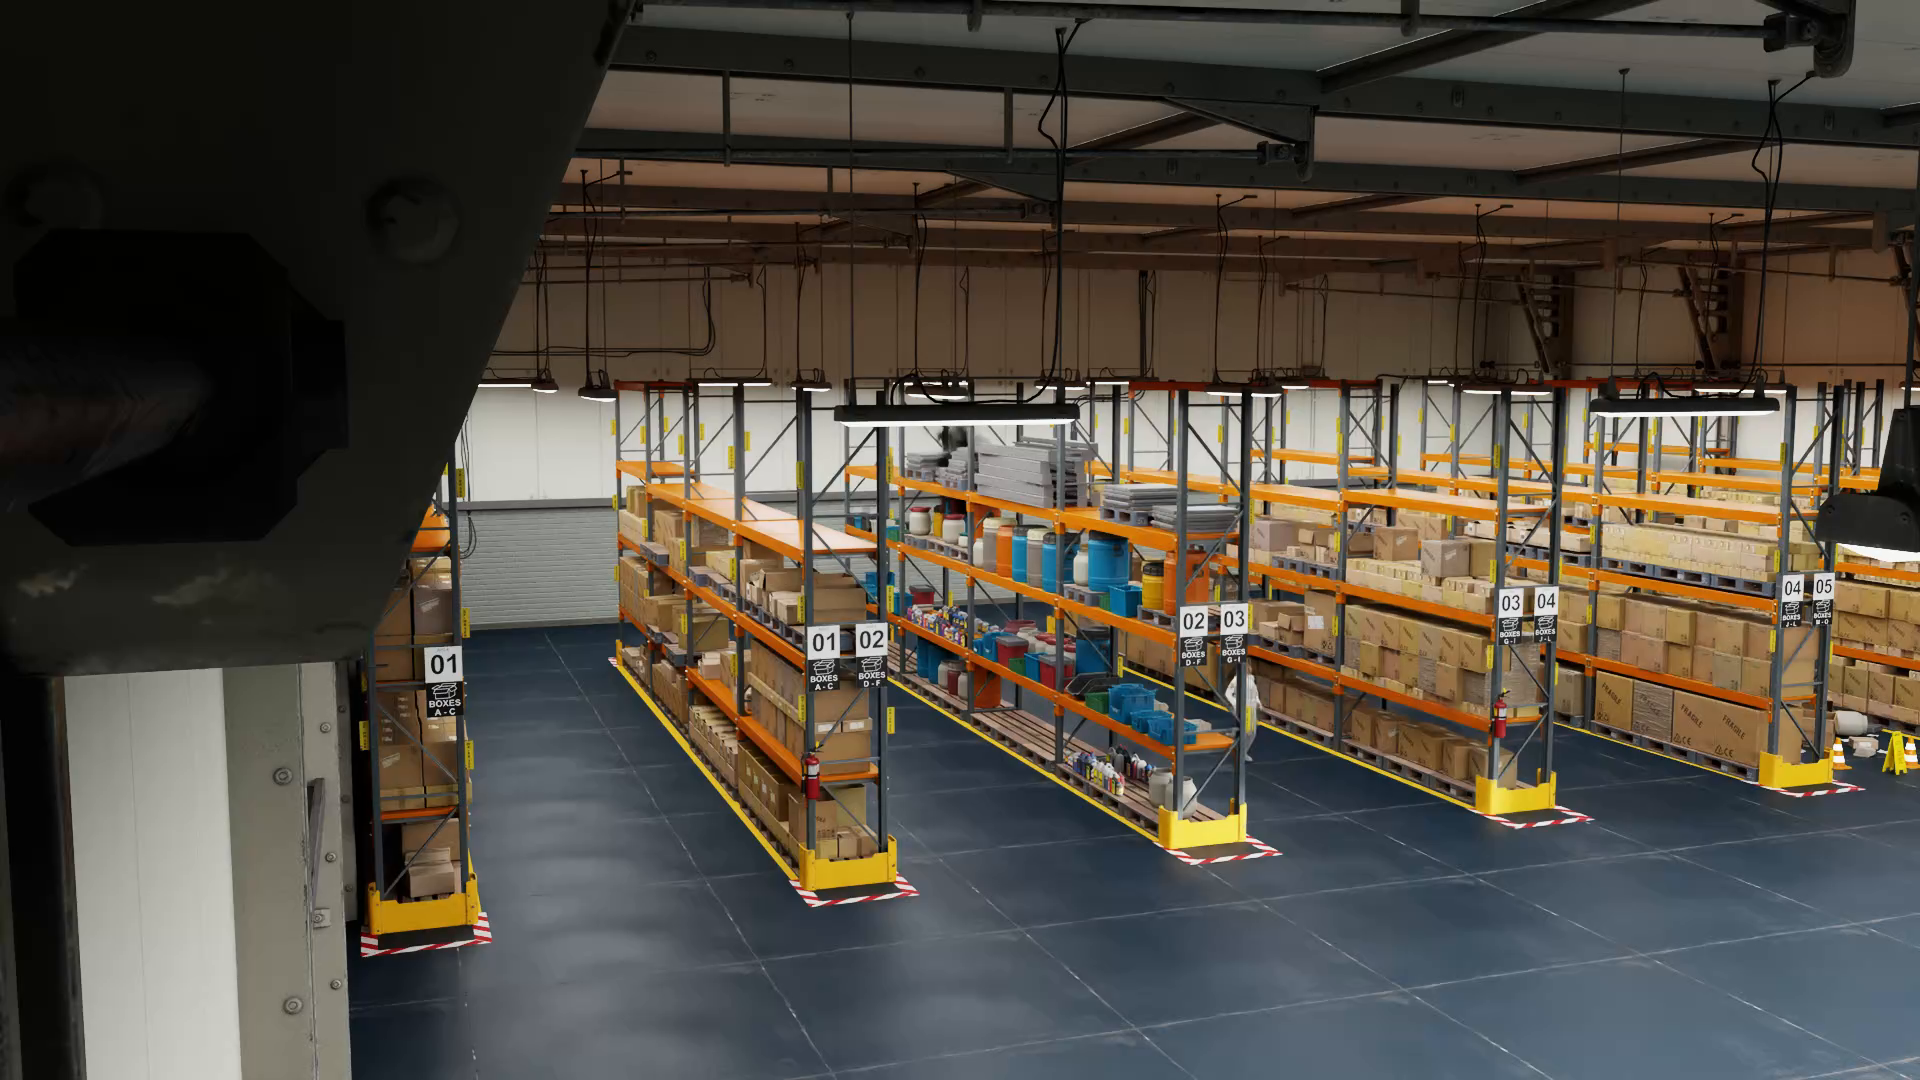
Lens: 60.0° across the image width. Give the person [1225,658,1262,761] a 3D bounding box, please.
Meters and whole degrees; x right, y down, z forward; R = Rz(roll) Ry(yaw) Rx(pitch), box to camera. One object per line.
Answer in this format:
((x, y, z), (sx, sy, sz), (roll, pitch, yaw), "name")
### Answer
((4.567, 2.704, 26.665), (0.616, 1.660, 0.554), (-4, 7, -30), "person")
